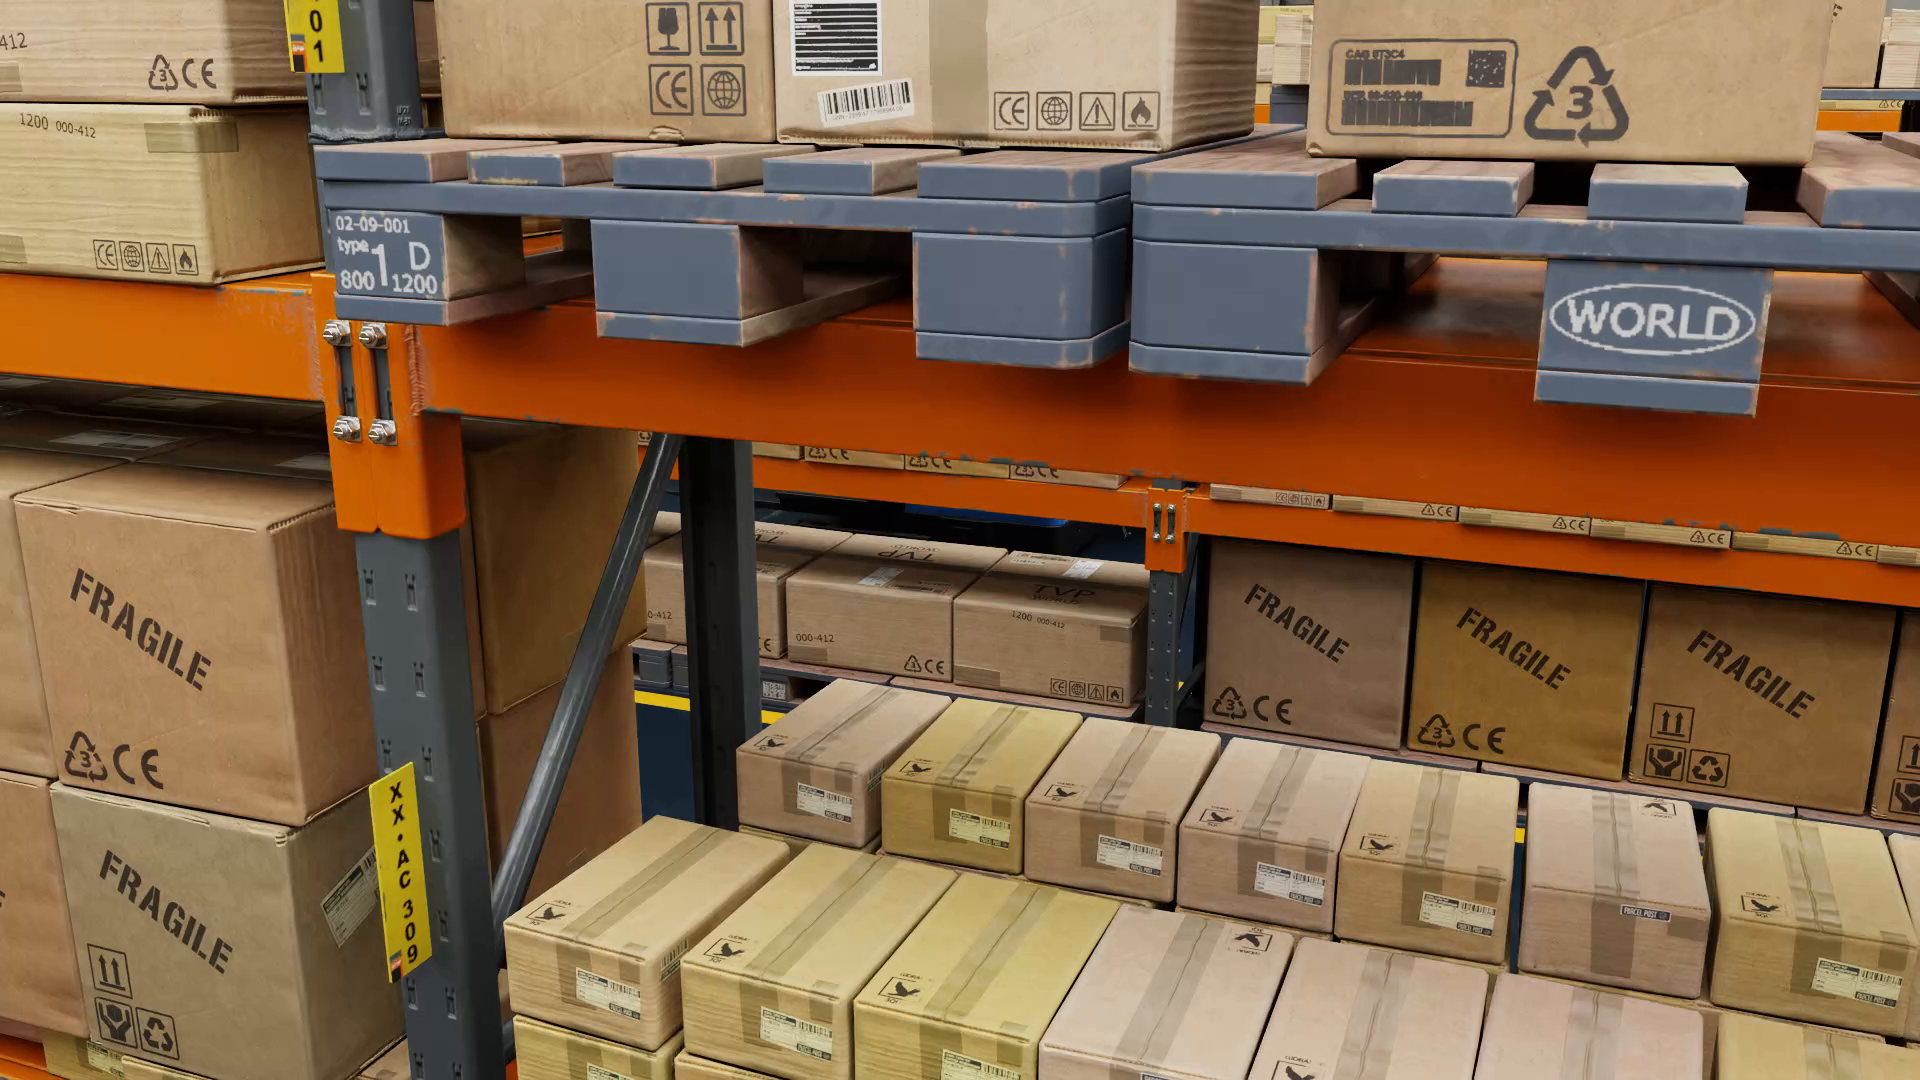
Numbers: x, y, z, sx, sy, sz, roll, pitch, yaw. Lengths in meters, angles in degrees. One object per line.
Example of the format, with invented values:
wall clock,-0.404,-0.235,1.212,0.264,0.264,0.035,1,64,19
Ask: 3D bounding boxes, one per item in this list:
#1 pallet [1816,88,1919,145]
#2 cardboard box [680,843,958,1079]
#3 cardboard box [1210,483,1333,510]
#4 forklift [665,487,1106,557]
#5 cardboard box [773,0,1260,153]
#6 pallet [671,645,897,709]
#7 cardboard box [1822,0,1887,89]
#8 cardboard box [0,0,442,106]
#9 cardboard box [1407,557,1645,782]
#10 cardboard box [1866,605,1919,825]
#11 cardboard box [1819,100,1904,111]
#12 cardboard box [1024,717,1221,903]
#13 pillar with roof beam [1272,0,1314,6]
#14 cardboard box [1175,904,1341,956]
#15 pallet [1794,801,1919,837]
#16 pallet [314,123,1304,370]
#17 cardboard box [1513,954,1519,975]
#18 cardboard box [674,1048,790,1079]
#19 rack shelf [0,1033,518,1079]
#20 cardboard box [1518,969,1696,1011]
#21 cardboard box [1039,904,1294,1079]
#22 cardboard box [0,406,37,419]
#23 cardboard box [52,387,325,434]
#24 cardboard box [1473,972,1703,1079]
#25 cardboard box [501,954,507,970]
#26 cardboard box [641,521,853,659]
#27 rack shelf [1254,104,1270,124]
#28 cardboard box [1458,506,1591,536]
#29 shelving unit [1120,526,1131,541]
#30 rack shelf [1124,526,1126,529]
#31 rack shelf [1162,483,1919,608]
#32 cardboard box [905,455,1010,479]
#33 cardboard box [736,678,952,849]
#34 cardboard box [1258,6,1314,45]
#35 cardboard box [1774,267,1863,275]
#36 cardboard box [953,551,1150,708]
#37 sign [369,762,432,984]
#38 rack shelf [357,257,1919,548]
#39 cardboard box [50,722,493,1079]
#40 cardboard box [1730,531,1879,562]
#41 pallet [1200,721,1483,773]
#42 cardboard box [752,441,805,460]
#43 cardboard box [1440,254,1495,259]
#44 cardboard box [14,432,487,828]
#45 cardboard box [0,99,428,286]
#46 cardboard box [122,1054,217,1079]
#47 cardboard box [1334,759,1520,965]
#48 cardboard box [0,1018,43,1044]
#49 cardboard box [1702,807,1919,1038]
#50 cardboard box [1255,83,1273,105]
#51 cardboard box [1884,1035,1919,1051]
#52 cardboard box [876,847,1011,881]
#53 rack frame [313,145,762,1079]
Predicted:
pallet,3.134,-1.624,6.347,1.213,0.211,1.003,7,18,23
cardboard box,-0.190,0.596,2.370,0.250,0.149,0.380,7,18,22
cardboard box,1.386,-0.332,7.207,0.500,0.250,0.500,6,17,19
forklift,-0.585,-1.473,10.989,3.031,2.935,1.130,6,17,21
cardboard box,0.093,-0.679,2.157,0.500,0.311,0.500,6,17,20
pallet,-0.744,0.599,8.732,1.213,0.211,1.003,6,17,21
cardboard box,3.048,-1.904,6.039,0.500,0.500,0.500,6,17,21
cardboard box,-1.172,-0.814,2.588,0.500,0.250,0.500,5,17,18
cardboard box,2.522,0.434,7.356,0.875,0.875,0.875,7,18,22
cardboard box,4.182,0.618,6.723,0.875,0.875,0.875,6,17,20
cardboard box,5.578,-2.806,10.346,0.500,0.250,0.500,6,17,21
cardboard box,0.286,0.454,2.859,0.250,0.149,0.380,6,17,19
pillar with roof beam,0.994,-3.875,8.381,0.400,9.000,9.100,6,17,21
cardboard box,0.525,0.622,2.816,0.250,0.149,0.380,6,17,19
pallet,4.088,1.130,6.901,1.213,0.211,1.003,6,17,21
pallet,-0.114,-0.483,2.414,1.003,0.211,1.213,6,17,21
cardboard box,1.006,0.817,2.676,0.250,0.149,0.380,7,18,23
cardboard box,-0.210,0.738,2.415,0.250,0.149,0.380,6,17,20
rack shelf,-2.510,0.917,3.924,4.000,0.370,1.077,6,17,21
cardboard box,1.021,0.676,2.629,0.250,0.149,0.380,6,17,21
cardboard box,0.279,0.649,2.187,0.250,0.149,0.380,6,17,20
cardboard box,-2.139,0.020,3.219,0.500,0.500,0.500,7,18,22
cardboard box,-1.467,-0.053,3.470,0.500,0.500,0.500,6,17,19
cardboard box,0.752,0.701,2.008,0.250,0.149,0.380,7,18,23
cardboard box,-0.793,0.783,3.546,0.250,0.149,0.380,7,18,23
cardboard box,-1.143,0.235,8.827,0.875,0.438,0.875,7,18,22
rack shelf,1.030,-3.105,12.400,4.000,0.370,1.077,6,17,21
cardboard box,2.338,-0.223,6.831,0.500,0.250,0.500,6,17,20
shelving unit,1.123,-1.013,11.445,0.503,0.431,2.100,-5,61,-20
rack shelf,1.297,-0.405,11.116,0.480,0.431,0.518,-5,61,-20
rack shelf,2.934,0.032,6.973,4.000,0.370,1.077,6,17,21
cardboard box,0.067,-0.598,7.675,0.500,0.500,0.500,6,17,19
cardboard box,-0.204,0.400,3.046,0.250,0.149,0.380,7,18,23
cardboard box,2.333,-3.546,11.467,0.500,0.250,0.500,6,17,21
cardboard box,3.484,-0.856,6.769,0.500,0.500,0.500,7,18,22
cardboard box,0.528,0.419,8.193,0.875,0.438,0.875,6,17,20
sign,-0.841,0.502,2.511,0.005,0.325,0.100,6,17,21
rack shelf,1.211,-0.114,2.097,4.000,0.370,1.077,6,17,21
cardboard box,-1.203,0.609,2.982,0.500,0.500,0.500,6,17,21
cardboard box,3.285,-0.125,6.493,0.500,0.250,0.500,6,17,20
pallet,1.819,0.881,7.761,1.213,0.211,1.003,6,17,21
cardboard box,-0.887,-0.703,8.037,0.500,0.500,0.500,7,18,22
cardboard box,2.065,-1.014,7.315,0.500,0.500,0.500,7,17,22
cardboard box,-1.186,0.127,2.848,0.500,0.500,0.500,6,17,19
cardboard box,-1.205,-0.572,2.654,0.500,0.250,0.500,7,17,22
cardboard box,-1.280,0.930,3.039,0.250,0.149,0.380,6,17,19
cardboard box,0.758,0.507,2.677,0.250,0.149,0.380,6,17,19
cardboard box,-1.722,0.843,3.339,0.250,0.149,0.380,6,17,19
cardboard box,1.259,0.561,2.492,0.250,0.149,0.380,6,17,20
cardboard box,2.221,-3.111,11.581,0.250,0.149,0.380,6,17,21
cardboard box,1.497,0.729,2.447,0.250,0.149,0.380,6,17,20
cardboard box,0.039,0.569,2.999,0.250,0.149,0.380,6,17,21
rack frame,-0.649,0.776,3.119,0.127,3.000,1.000,6,17,21
